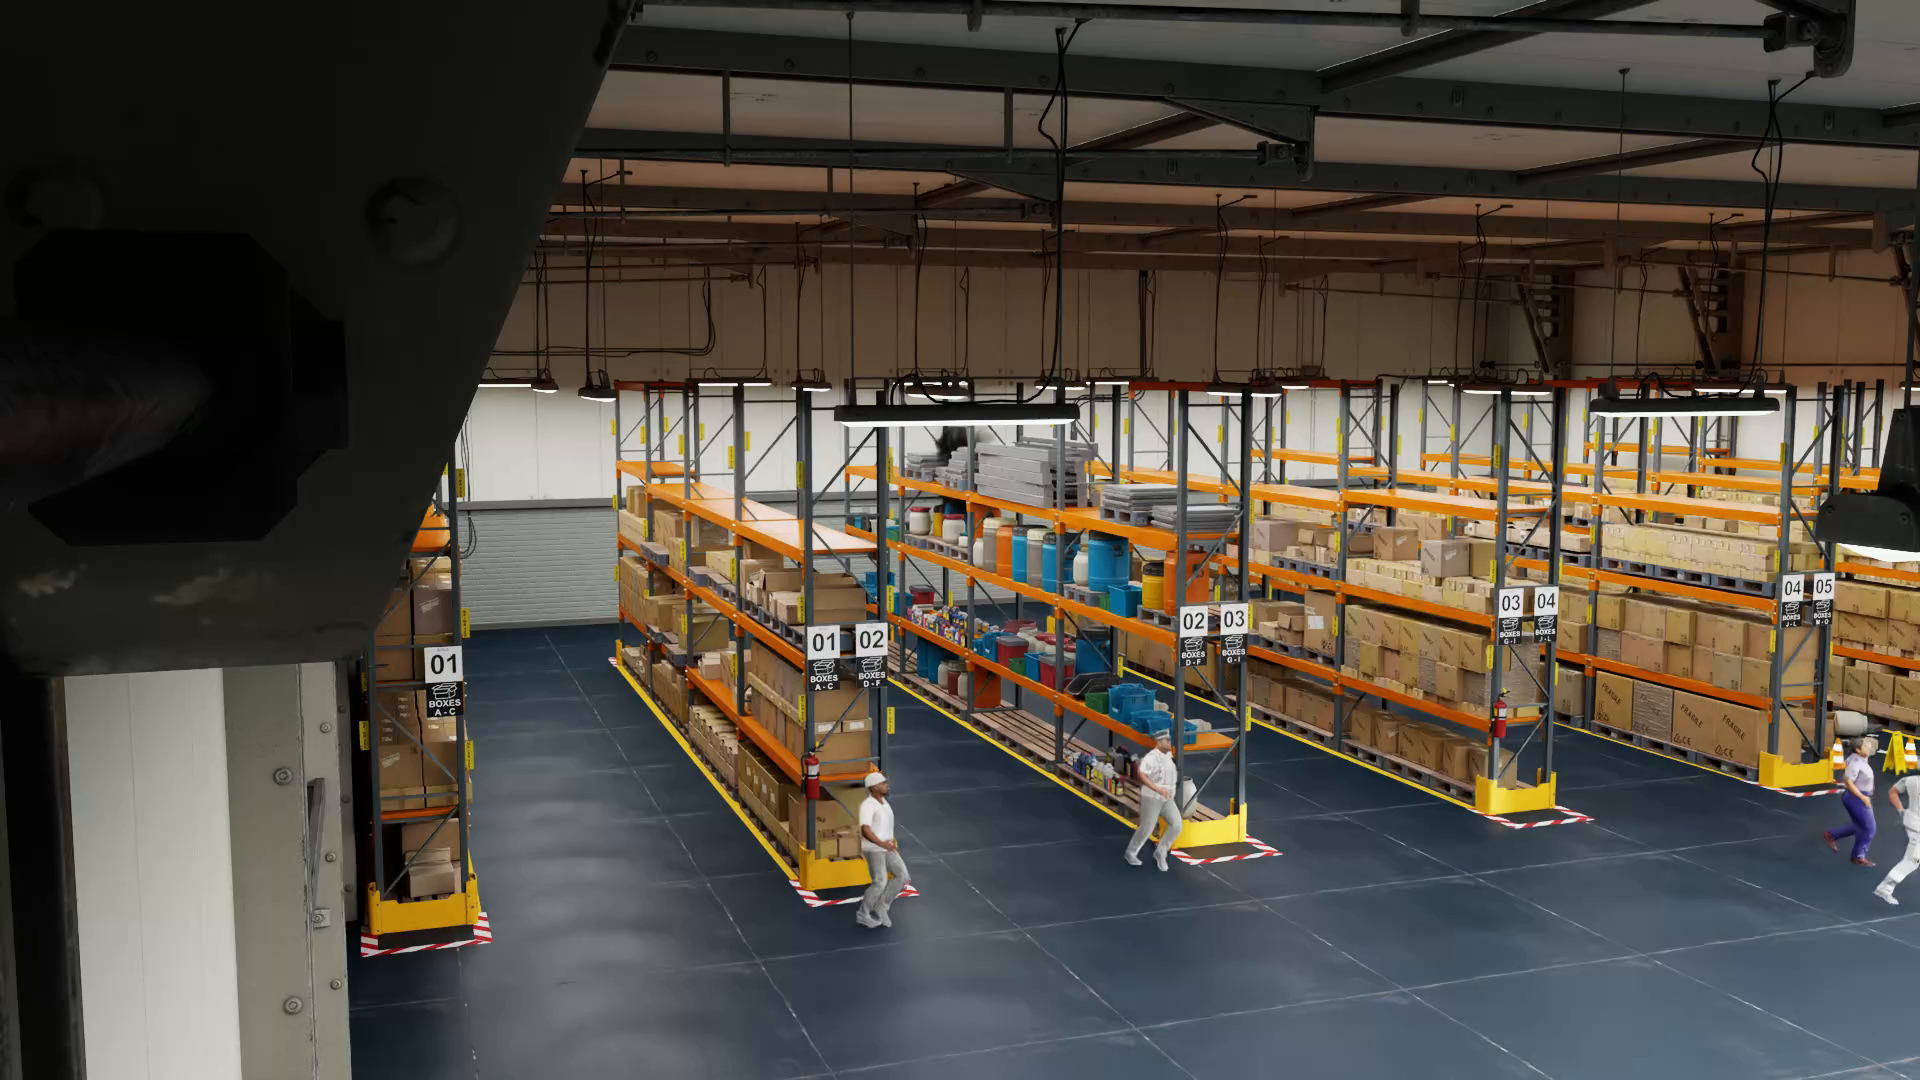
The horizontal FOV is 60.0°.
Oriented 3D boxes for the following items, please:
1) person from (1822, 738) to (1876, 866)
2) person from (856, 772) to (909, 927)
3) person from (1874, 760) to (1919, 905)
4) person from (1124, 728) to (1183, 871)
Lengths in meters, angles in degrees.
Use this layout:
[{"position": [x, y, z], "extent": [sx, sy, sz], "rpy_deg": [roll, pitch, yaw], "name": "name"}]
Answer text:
[{"position": [11.330, 3.312, 21.130], "extent": [0.624, 1.629, 0.603], "rpy_deg": [3, 7, 24], "name": "person"}, {"position": [-0.875, 3.494, 18.789], "extent": [0.603, 1.729, 0.744], "rpy_deg": [3, 7, 23], "name": "person"}, {"position": [11.112, 3.389, 19.282], "extent": [0.935, 1.806, 0.607], "rpy_deg": [1, 6, 8], "name": "person"}, {"position": [2.512, 3.266, 20.999], "extent": [0.727, 1.791, 0.677], "rpy_deg": [-6, 8, -43], "name": "person"}]
